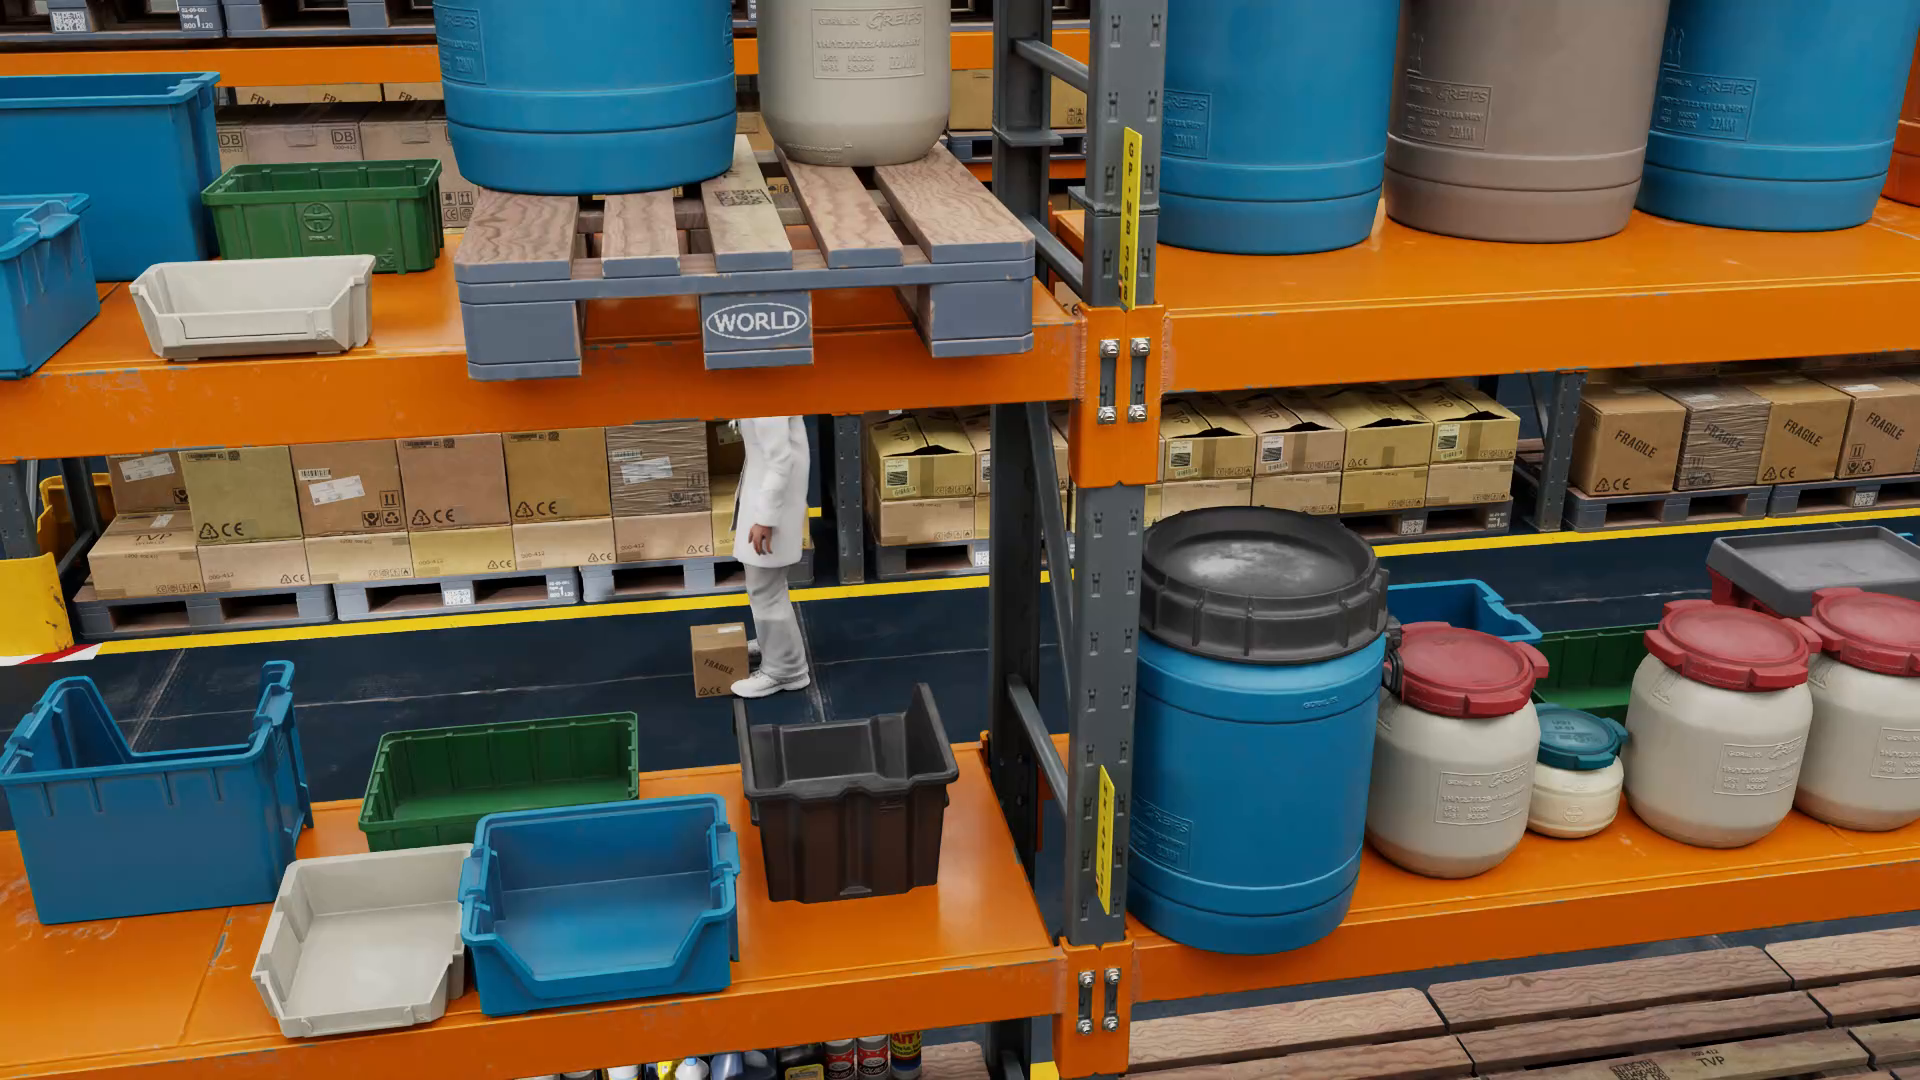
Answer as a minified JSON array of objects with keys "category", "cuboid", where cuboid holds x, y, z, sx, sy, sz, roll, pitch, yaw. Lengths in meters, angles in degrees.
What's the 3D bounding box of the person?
[{"category":"person","cuboid":[-0.882,-0.165,7.504,0.418,1.774,0.648,-4,23,-10]}]
